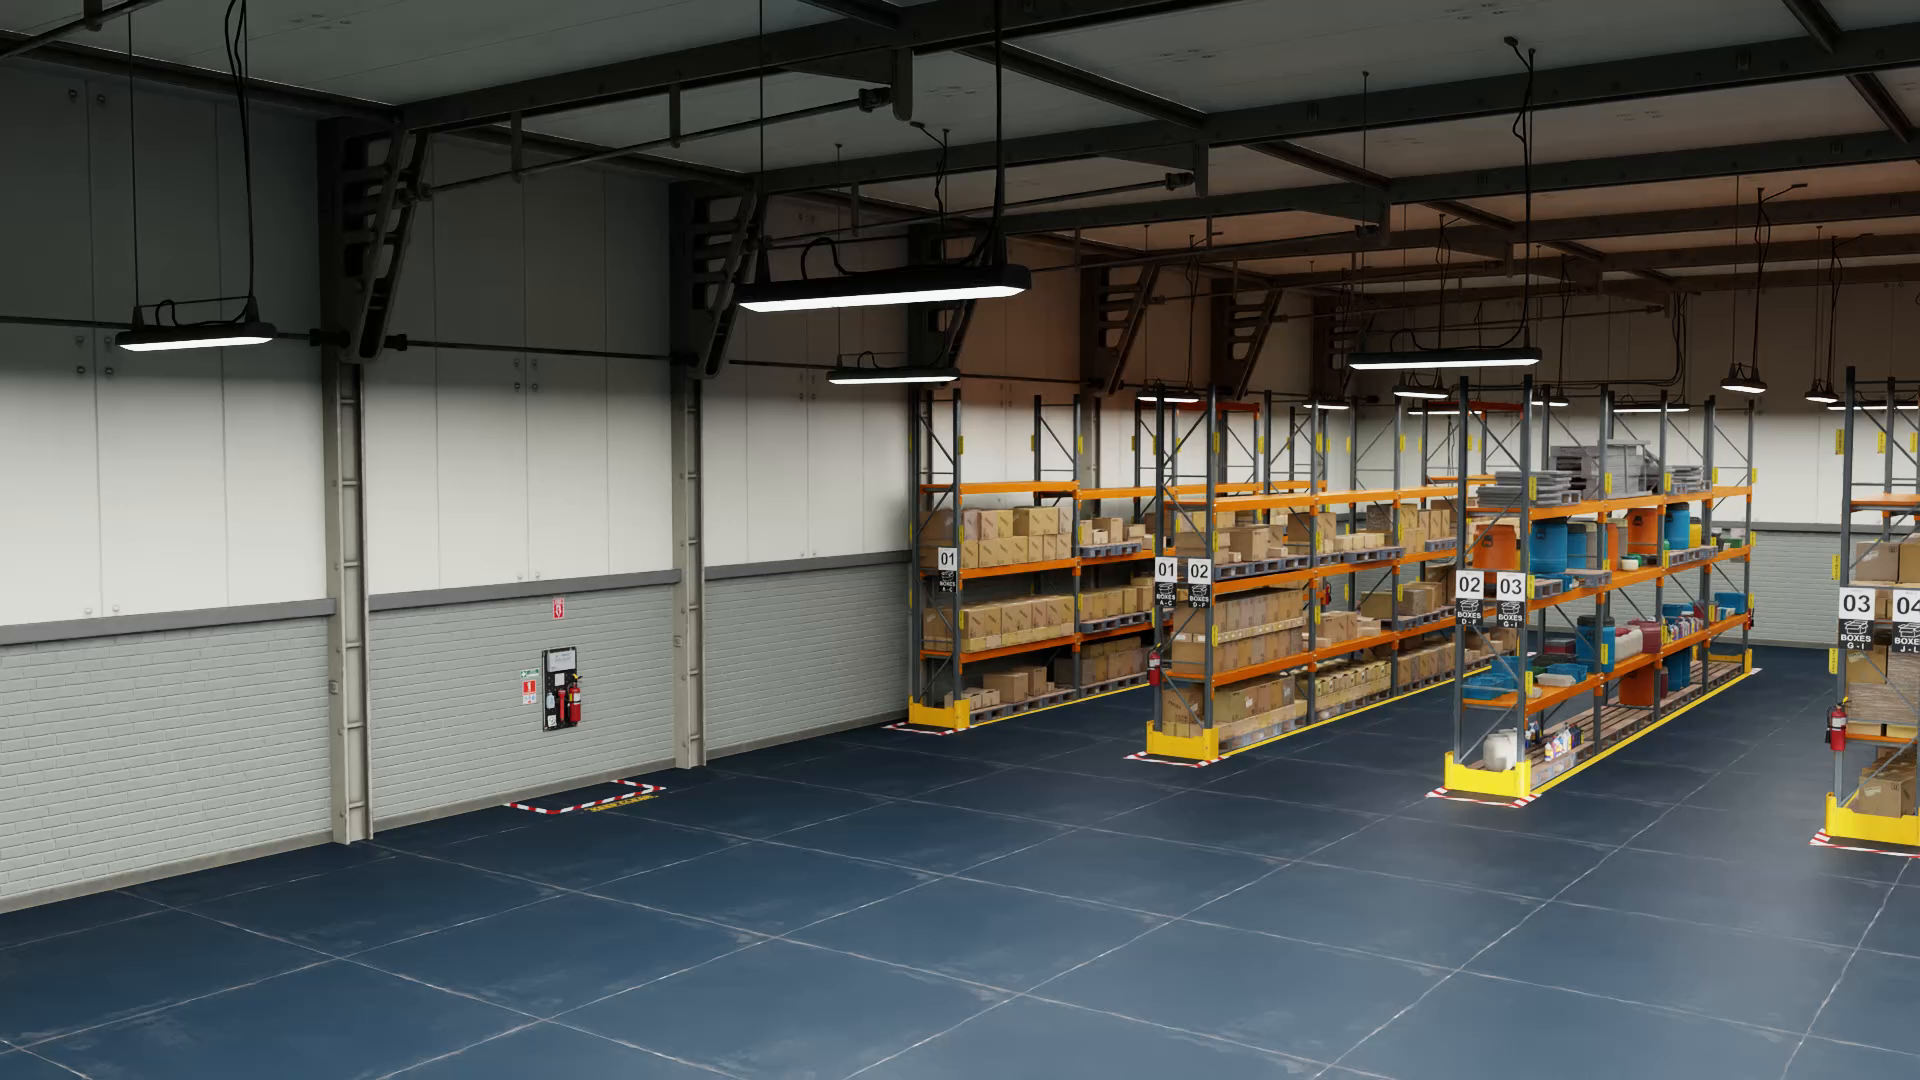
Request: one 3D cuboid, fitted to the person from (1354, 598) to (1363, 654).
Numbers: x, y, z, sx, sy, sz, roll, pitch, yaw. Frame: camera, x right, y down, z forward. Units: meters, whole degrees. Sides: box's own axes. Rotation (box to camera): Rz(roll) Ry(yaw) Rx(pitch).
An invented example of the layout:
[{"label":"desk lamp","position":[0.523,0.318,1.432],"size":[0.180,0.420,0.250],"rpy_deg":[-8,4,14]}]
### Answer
[{"label":"person","position":[9.149,2.081,37.590],"size":[0.748,1.562,0.635],"rpy_deg":[-3,5,-45]}]
